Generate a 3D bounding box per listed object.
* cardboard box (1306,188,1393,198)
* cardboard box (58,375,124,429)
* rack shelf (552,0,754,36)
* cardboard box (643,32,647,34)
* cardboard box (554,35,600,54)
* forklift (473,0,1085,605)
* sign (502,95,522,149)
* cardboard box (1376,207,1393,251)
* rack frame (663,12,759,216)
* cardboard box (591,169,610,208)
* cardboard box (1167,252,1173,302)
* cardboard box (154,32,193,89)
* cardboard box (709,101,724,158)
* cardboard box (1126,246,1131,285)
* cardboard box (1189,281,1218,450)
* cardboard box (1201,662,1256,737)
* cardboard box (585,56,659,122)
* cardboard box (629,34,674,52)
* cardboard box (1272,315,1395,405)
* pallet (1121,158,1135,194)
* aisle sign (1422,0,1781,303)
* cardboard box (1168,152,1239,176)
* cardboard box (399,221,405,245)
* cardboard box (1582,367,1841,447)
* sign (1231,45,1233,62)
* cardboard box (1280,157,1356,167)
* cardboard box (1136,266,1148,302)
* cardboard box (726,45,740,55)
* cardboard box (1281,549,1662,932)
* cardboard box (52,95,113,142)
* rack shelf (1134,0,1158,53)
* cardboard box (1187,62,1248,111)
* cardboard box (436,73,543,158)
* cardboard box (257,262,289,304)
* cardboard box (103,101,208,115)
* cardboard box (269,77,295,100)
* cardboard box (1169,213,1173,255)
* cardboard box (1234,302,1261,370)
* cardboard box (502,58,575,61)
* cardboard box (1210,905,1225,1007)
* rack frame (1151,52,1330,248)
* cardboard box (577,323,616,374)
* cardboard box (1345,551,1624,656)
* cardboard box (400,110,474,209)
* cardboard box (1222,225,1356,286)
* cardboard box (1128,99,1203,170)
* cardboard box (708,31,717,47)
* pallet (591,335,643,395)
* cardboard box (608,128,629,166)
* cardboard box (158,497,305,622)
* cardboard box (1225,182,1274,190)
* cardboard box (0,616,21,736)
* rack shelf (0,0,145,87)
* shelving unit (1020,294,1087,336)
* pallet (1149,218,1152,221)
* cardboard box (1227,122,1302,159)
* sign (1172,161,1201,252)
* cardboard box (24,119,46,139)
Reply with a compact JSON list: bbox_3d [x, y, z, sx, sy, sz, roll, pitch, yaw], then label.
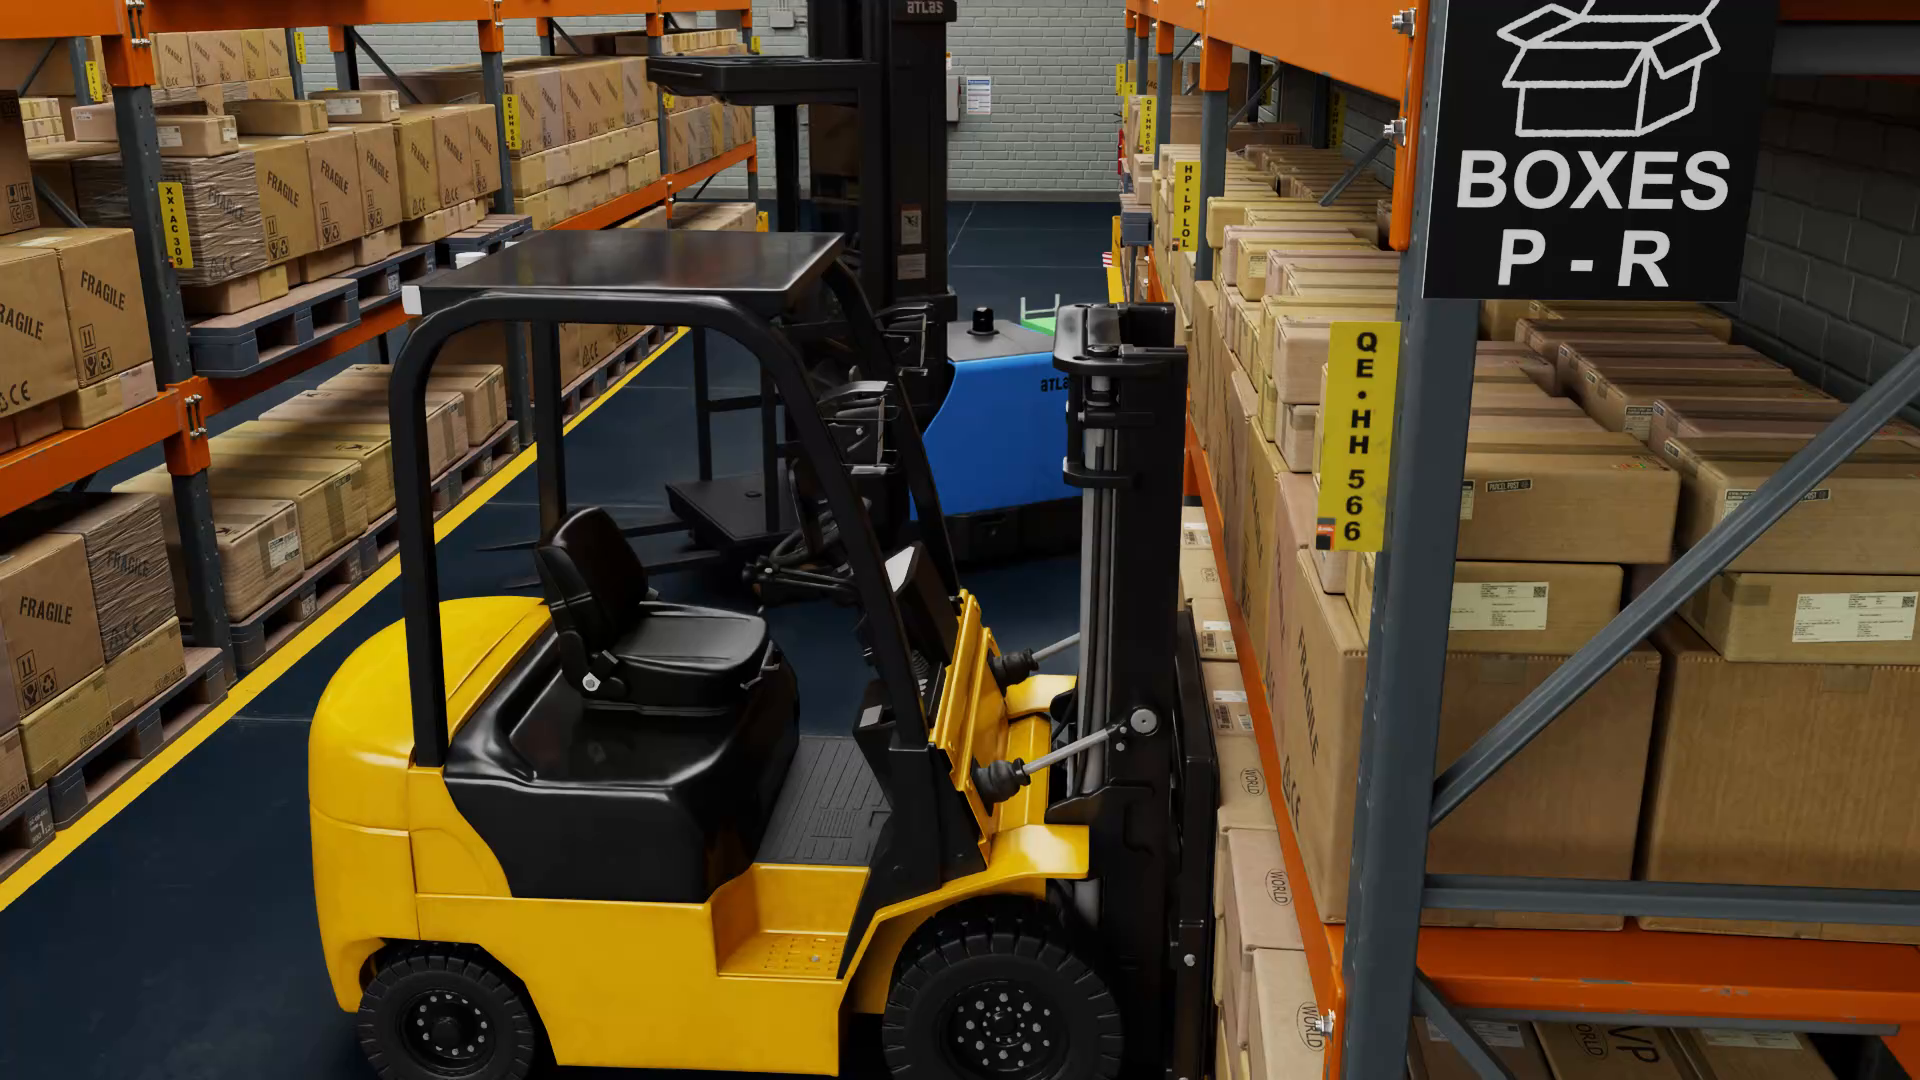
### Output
[{"bbox_3d":[1.748,-1.479,7.416,0.380,0.149,0.250,1,18,4],"label":"cardboard box"},{"bbox_3d":[-3.304,-0.508,6.061,0.380,0.149,0.250,2,18,5],"label":"cardboard box"},{"bbox_3d":[-2.857,-5.001,15.707,1.077,0.370,4.000,1,18,4],"label":"rack shelf"},{"bbox_3d":[-3.138,-4.703,15.649,0.380,0.149,0.250,1,18,4],"label":"cardboard box"},{"bbox_3d":[-3.296,-4.230,14.208,0.380,0.149,0.250,1,18,3],"label":"cardboard box"},{"bbox_3d":[-0.875,-1.269,8.088,3.031,2.935,1.130,-9,20,-25],"label":"forklift"},{"bbox_3d":[-2.745,-2.558,10.179,0.100,0.325,0.005,1,18,4],"label":"sign"},{"bbox_3d":[1.597,-1.017,5.528,0.380,0.149,0.250,1,18,2],"label":"cardboard box"},{"bbox_3d":[-2.713,-4.539,17.958,1.000,3.000,0.127,1,18,4],"label":"rack frame"},{"bbox_3d":[-2.906,-2.606,12.298,0.500,0.250,0.500,1,18,4],"label":"cardboard box"},{"bbox_3d":[1.279,-1.264,8.204,0.500,0.250,0.500,2,18,6],"label":"cardboard box"},{"bbox_3d":[-7.580,-4.492,15.570,0.500,0.500,0.500,2,18,5],"label":"cardboard box"},{"bbox_3d":[-2.586,-3.955,16.014,0.500,0.500,0.500,2,18,6],"label":"cardboard box"},{"bbox_3d":[1.925,-2.666,15.583,0.700,0.500,0.500,1,18,2],"label":"cardboard box"},{"bbox_3d":[1.085,-0.618,5.831,0.500,0.500,0.500,1,18,2],"label":"cardboard box"},{"bbox_3d":[0.914,0.549,4.566,0.500,0.250,0.500,1,18,3],"label":"cardboard box"},{"bbox_3d":[-2.782,-3.675,13.555,0.500,0.500,0.500,2,18,6],"label":"cardboard box"},{"bbox_3d":[-2.740,-4.380,14.665,0.380,0.149,0.250,1,18,3],"label":"cardboard box"},{"bbox_3d":[0.885,-0.391,3.620,0.380,0.149,0.250,2,18,5],"label":"cardboard box"},{"bbox_3d":[1.785,-2.850,13.112,1.003,0.211,1.213,1,18,4],"label":"pallet"},{"bbox_3d":[0.793,-0.682,2.011,0.394,0.787,0.004,1,18,4],"label":"aisle sign"},{"bbox_3d":[1.337,-2.045,9.144,0.380,0.149,0.250,2,18,5],"label":"cardboard box"},{"bbox_3d":[-3.172,-1.624,8.792,0.380,0.149,0.250,1,18,4],"label":"cardboard box"},{"bbox_3d":[1.385,-0.220,3.096,0.380,0.149,0.250,2,18,5],"label":"cardboard box"},{"bbox_3d":[2.790,-5.111,17.337,0.100,0.325,0.005,1,18,4],"label":"sign"},{"bbox_3d":[1.908,-1.954,8.868,0.380,0.149,0.250,1,18,3],"label":"cardboard box"},{"bbox_3d":[1.664,-1.888,13.207,0.500,0.500,0.500,1,18,3],"label":"cardboard box"},{"bbox_3d":[-2.519,-4.744,16.816,0.500,0.500,0.500,1,18,4],"label":"cardboard box"},{"bbox_3d":[0.864,0.334,2.927,0.500,0.500,0.500,1,18,3],"label":"cardboard box"},{"bbox_3d":[-7.658,-3.713,14.799,0.500,0.500,0.500,1,18,3],"label":"cardboard box"},{"bbox_3d":[1.808,-3.649,11.581,1.077,0.370,4.000,1,18,4],"label":"rack shelf"},{"bbox_3d":[2.323,-4.070,15.086,0.500,0.500,0.500,1,18,2],"label":"cardboard box"},{"bbox_3d":[-3.008,-2.725,10.655,0.500,0.500,0.500,1,18,2],"label":"cardboard box"},{"bbox_3d":[-3.192,-1.134,7.296,0.380,0.149,0.250,2,18,5],"label":"cardboard box"},{"bbox_3d":[-3.733,-1.957,7.724,0.380,0.149,0.250,1,18,2],"label":"cardboard box"},{"bbox_3d":[-7.433,-4.662,17.694,0.500,0.500,0.500,2,18,5],"label":"cardboard box"},{"bbox_3d":[1.285,-1.502,8.127,0.500,0.250,0.500,2,18,5],"label":"cardboard box"},{"bbox_3d":[0.972,-0.568,4.637,0.380,0.149,0.250,1,18,2],"label":"cardboard box"},{"bbox_3d":[-3.327,-3.530,13.114,0.500,0.500,0.500,1,18,4],"label":"cardboard box"},{"bbox_3d":[0.877,0.935,4.191,0.500,0.250,0.500,1,18,3],"label":"cardboard box"},{"bbox_3d":[1.664,-1.945,10.041,1.000,3.000,0.127,1,18,4],"label":"rack frame"},{"bbox_3d":[-3.086,-1.734,12.135,0.875,0.875,0.875,2,18,5],"label":"cardboard box"},{"bbox_3d":[0.836,0.070,2.689,0.380,0.149,0.250,2,18,5],"label":"cardboard box"},{"bbox_3d":[-3.068,-2.135,9.308,0.500,0.500,0.500,1,18,3],"label":"cardboard box"},{"bbox_3d":[1.000,-0.867,5.071,0.380,0.149,0.250,2,18,5],"label":"cardboard box"},{"bbox_3d":[1.656,-3.128,12.817,0.700,0.500,0.500,1,18,5],"label":"cardboard box"},{"bbox_3d":[-2.576,-4.856,16.119,0.380,0.149,0.250,2,18,5],"label":"cardboard box"},{"bbox_3d":[-3.065,-1.350,12.705,1.003,0.211,1.213,1,18,4],"label":"pallet"},{"bbox_3d":[-2.849,-3.004,12.712,0.500,0.250,0.500,2,18,5],"label":"cardboard box"},{"bbox_3d":[-3.539,0.074,7.425,0.950,0.372,0.625,2,18,5],"label":"cardboard box"},{"bbox_3d":[1.243,-1.567,7.685,0.380,0.149,0.250,1,18,4],"label":"cardboard box"},{"bbox_3d":[-3.419,0.445,5.285,0.500,0.500,0.500,2,18,7],"label":"cardboard box"},{"bbox_3d":[-3.717,-1.274,4.333,1.077,0.370,4.000,1,18,4],"label":"rack shelf"},{"bbox_3d":[0.556,-0.709,9.160,0.258,1.200,0.503,-9,20,-26],"label":"shelving unit"},{"bbox_3d":[1.799,-2.458,11.914,1.003,0.211,1.213,1,18,4],"label":"pallet"},{"bbox_3d":[1.857,-2.348,10.437,0.500,0.500,0.500,2,18,7],"label":"cardboard box"},{"bbox_3d":[0.836,-1.224,6.109,0.100,0.325,0.005,1,18,4],"label":"sign"},{"bbox_3d":[-7.794,-3.387,13.695,0.380,0.149,0.250,1,18,4],"label":"cardboard box"}]
